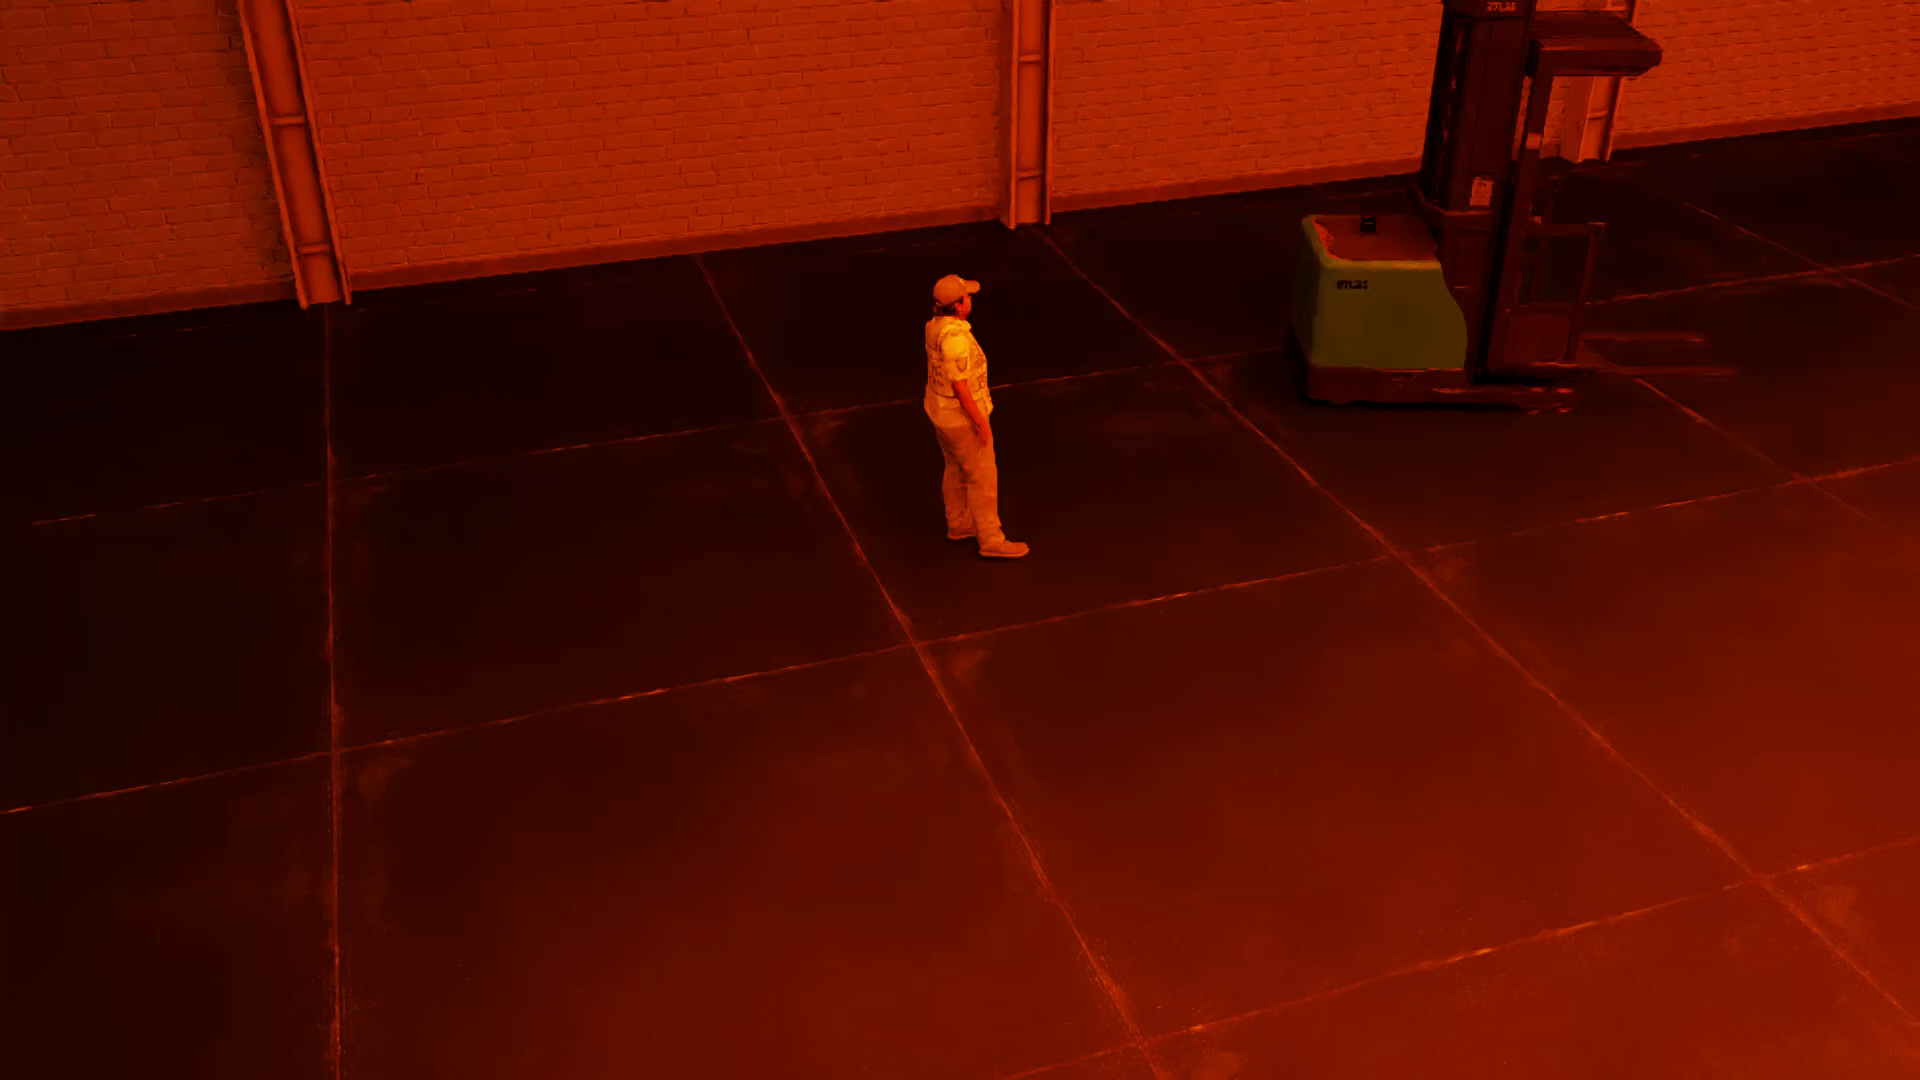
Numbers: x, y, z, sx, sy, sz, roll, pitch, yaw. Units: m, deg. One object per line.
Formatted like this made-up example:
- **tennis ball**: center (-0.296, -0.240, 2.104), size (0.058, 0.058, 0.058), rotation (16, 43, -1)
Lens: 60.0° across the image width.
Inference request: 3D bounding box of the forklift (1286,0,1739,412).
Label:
- **forklift**: center (3.933, -2.430, 11.311), size (3.031, 2.935, 1.130), rotation (1, 30, 1)

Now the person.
- **person**: center (0.080, -0.730, 9.609), size (0.529, 1.669, 0.598), rotation (-10, 31, -16)
